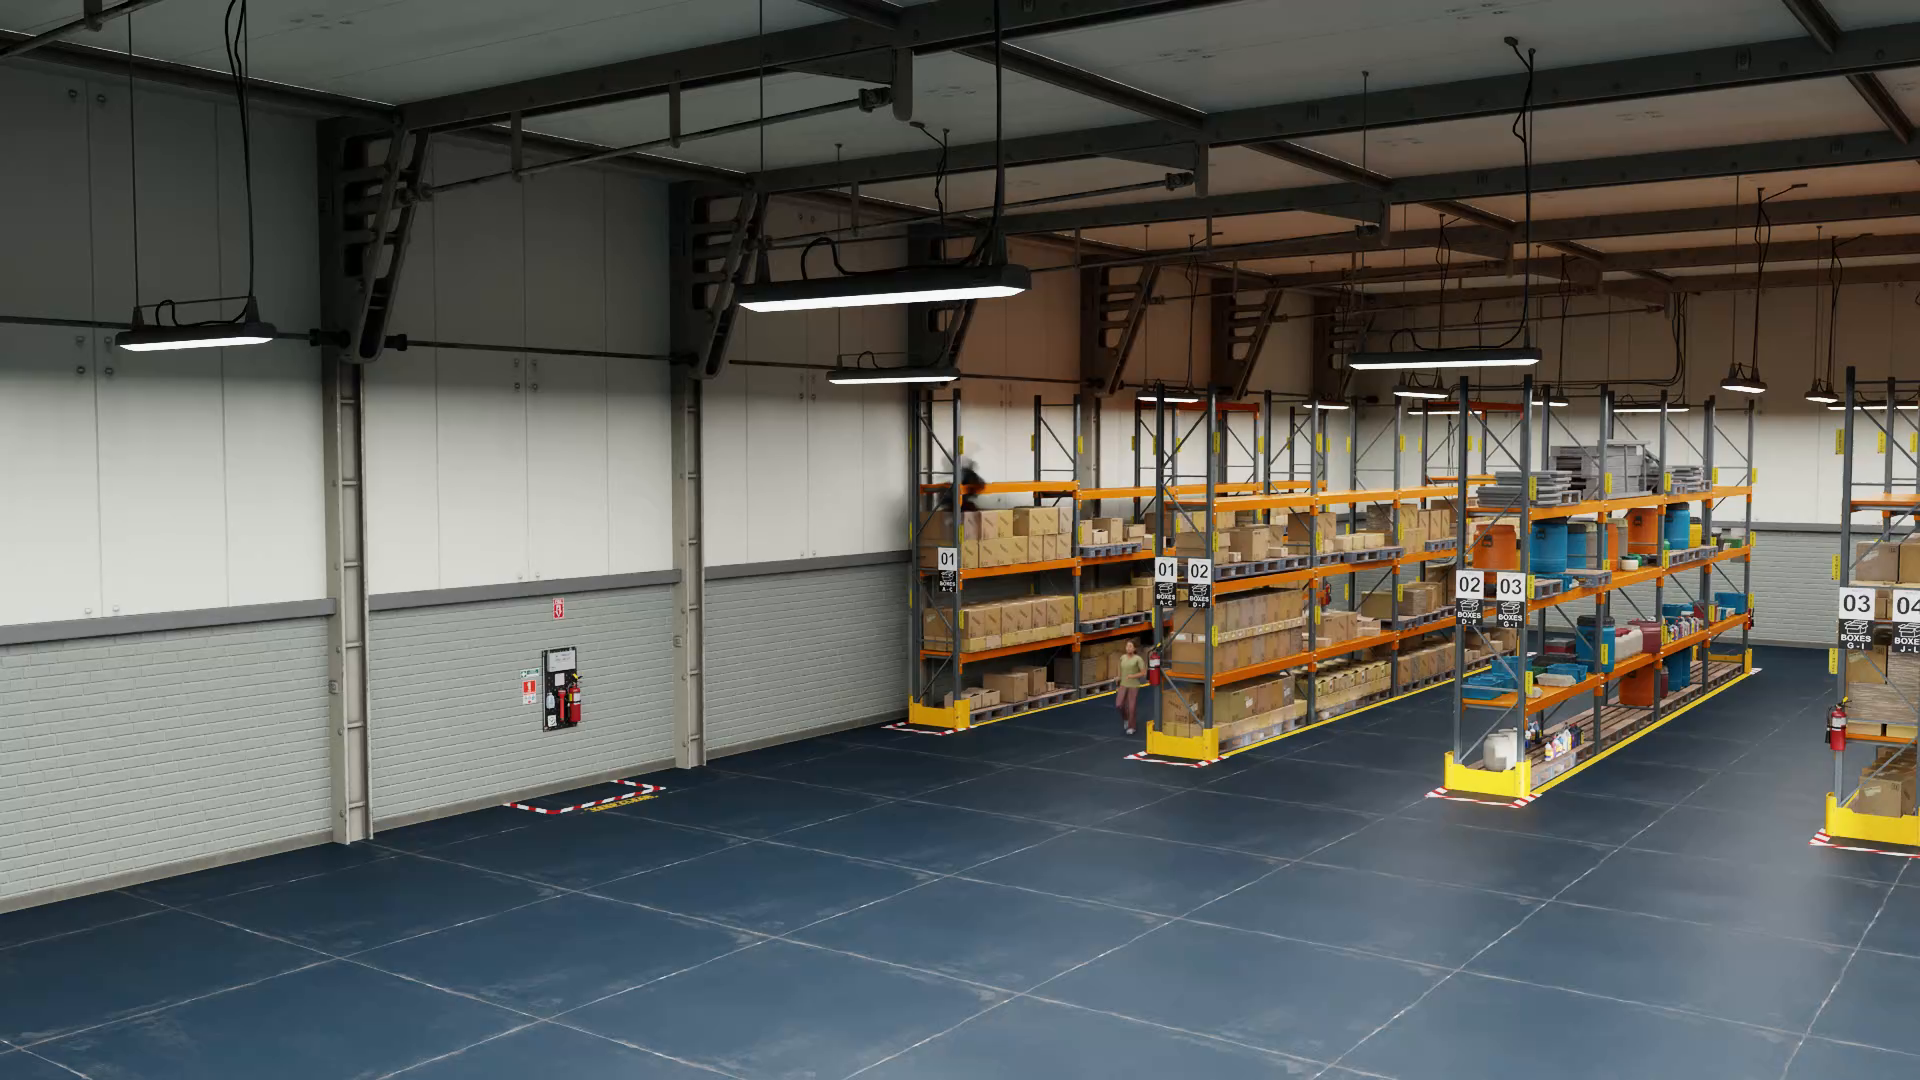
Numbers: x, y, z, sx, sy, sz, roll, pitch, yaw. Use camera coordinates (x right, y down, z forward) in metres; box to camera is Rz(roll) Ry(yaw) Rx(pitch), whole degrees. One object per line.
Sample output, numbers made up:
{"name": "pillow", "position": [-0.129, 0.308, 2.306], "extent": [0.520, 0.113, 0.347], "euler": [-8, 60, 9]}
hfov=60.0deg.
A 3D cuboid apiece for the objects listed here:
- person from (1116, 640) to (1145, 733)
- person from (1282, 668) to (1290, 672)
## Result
{"name": "person", "position": [2.913, 2.544, 28.738], "extent": [0.566, 1.621, 0.549], "euler": [2, 4, 27]}
{"name": "person", "position": [6.605, 2.180, 34.295], "extent": [0.683, 1.825, 0.859], "euler": [3, 4, 38]}
